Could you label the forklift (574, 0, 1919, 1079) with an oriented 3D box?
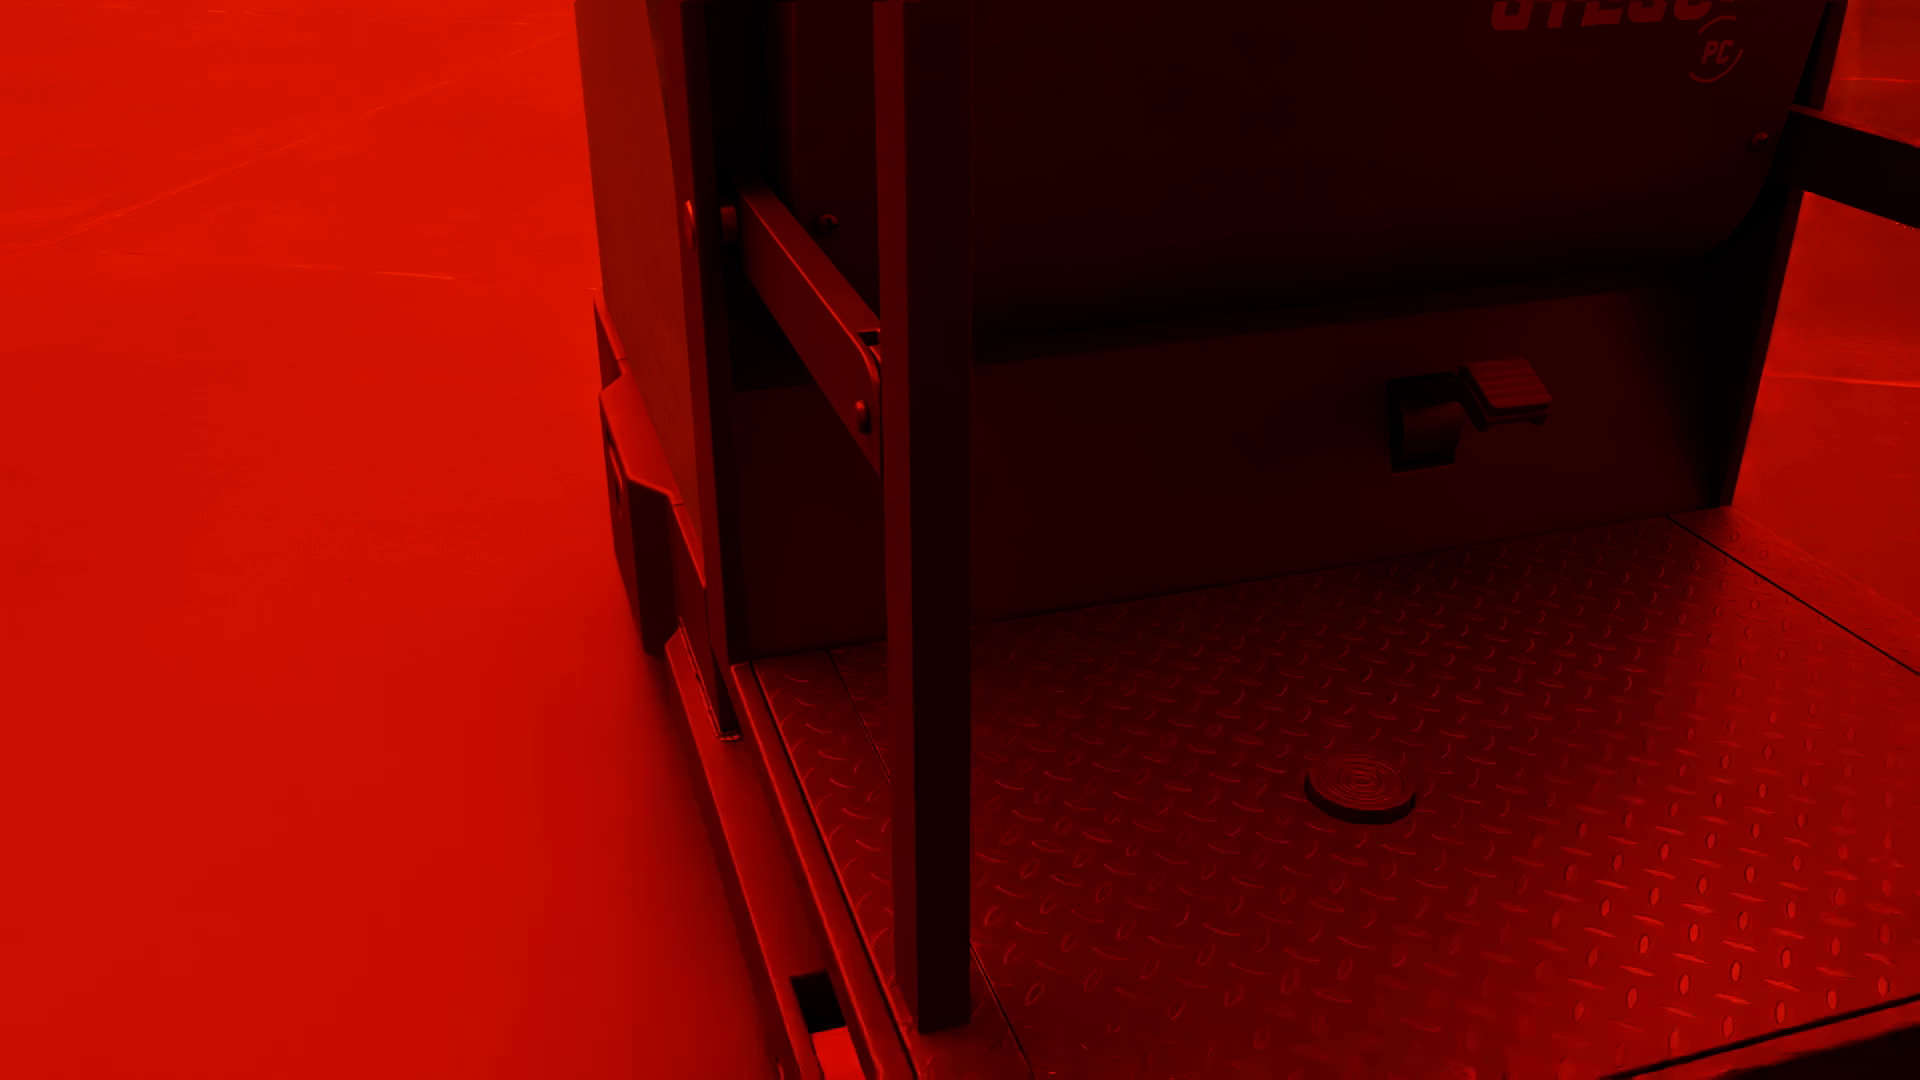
[{"bbox_3d":[0.371,-0.864,0.958,1.130,2.935,3.031,-8,28,-16],"label":"forklift"}]
